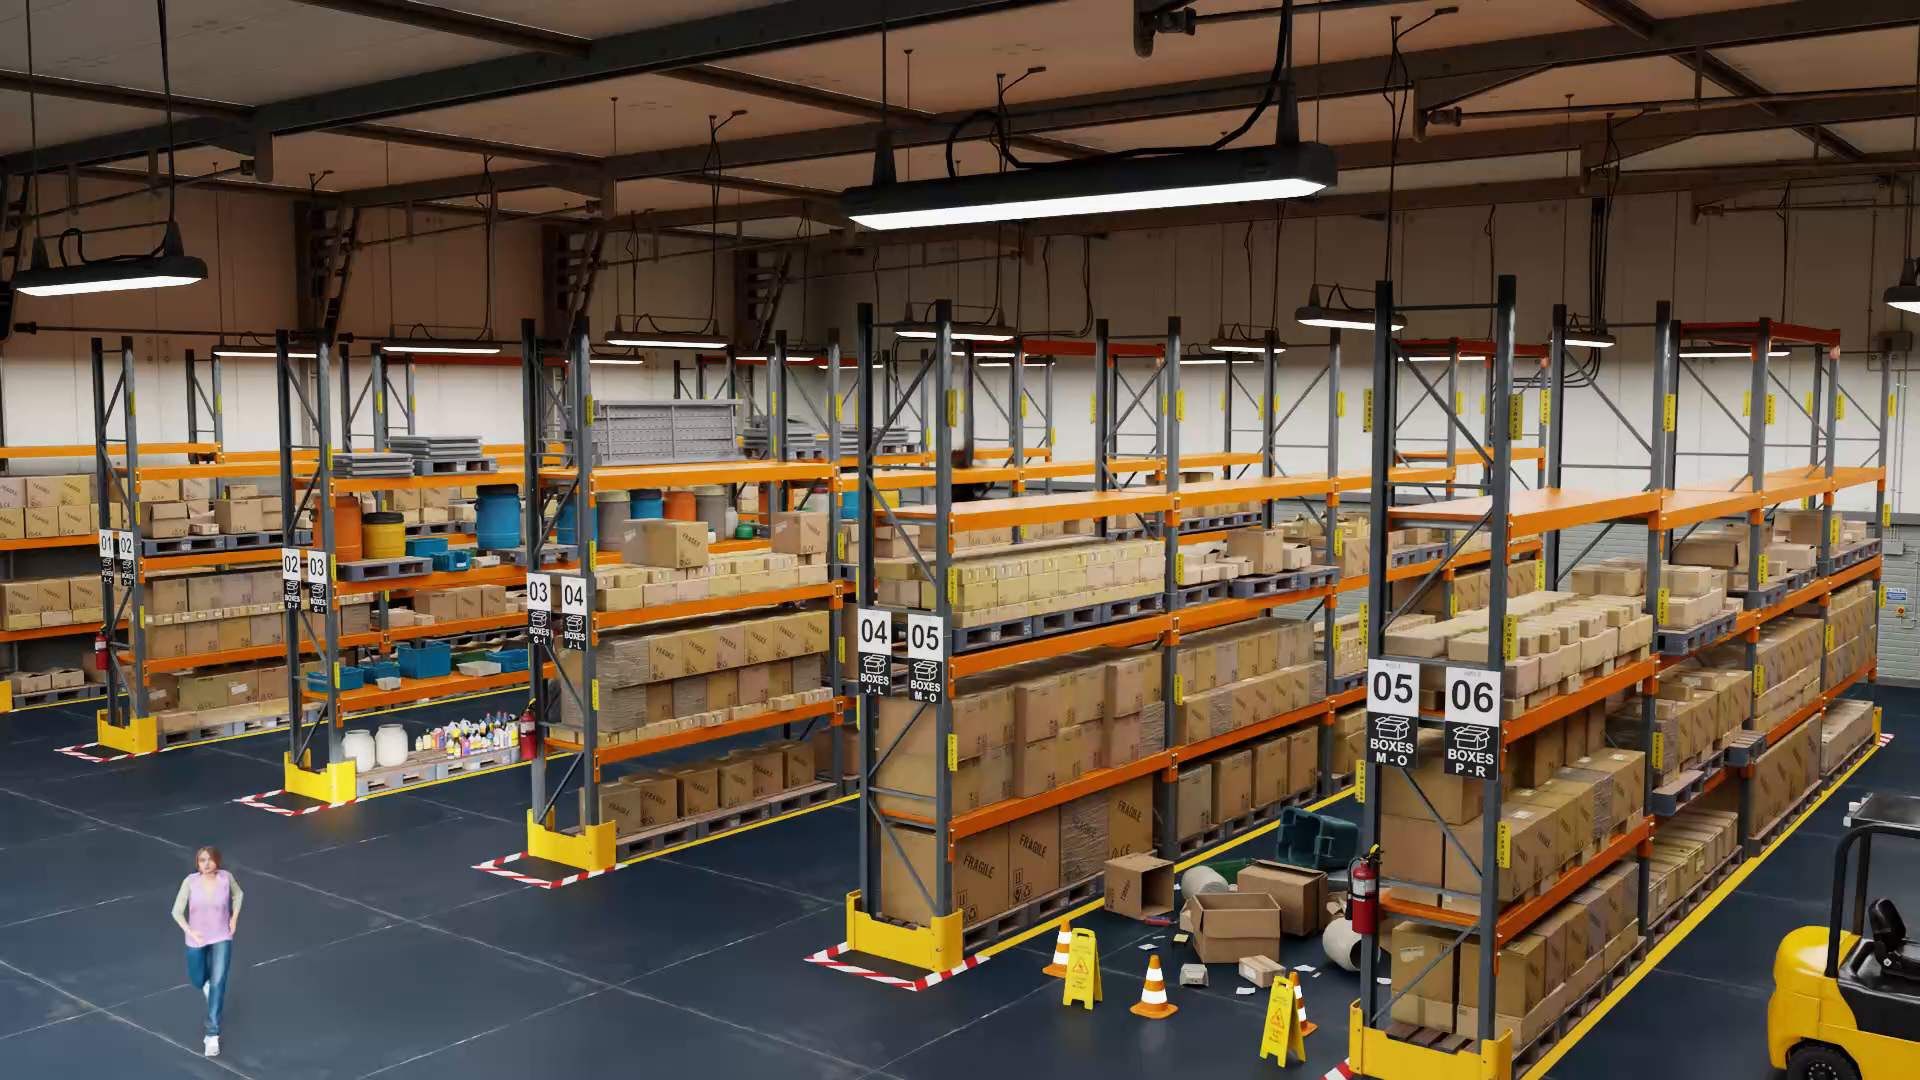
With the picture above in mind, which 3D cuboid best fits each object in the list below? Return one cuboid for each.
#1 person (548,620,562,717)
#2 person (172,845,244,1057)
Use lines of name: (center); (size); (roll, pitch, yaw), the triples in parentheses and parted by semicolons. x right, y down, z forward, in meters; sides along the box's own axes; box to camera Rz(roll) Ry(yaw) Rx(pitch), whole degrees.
person: (-6.449, 1.981, 26.325); (0.671, 1.819, 0.924); (3, 6, 35)
person: (-6.057, 3.233, 13.409); (0.518, 1.584, 0.983); (-2, 5, -18)
